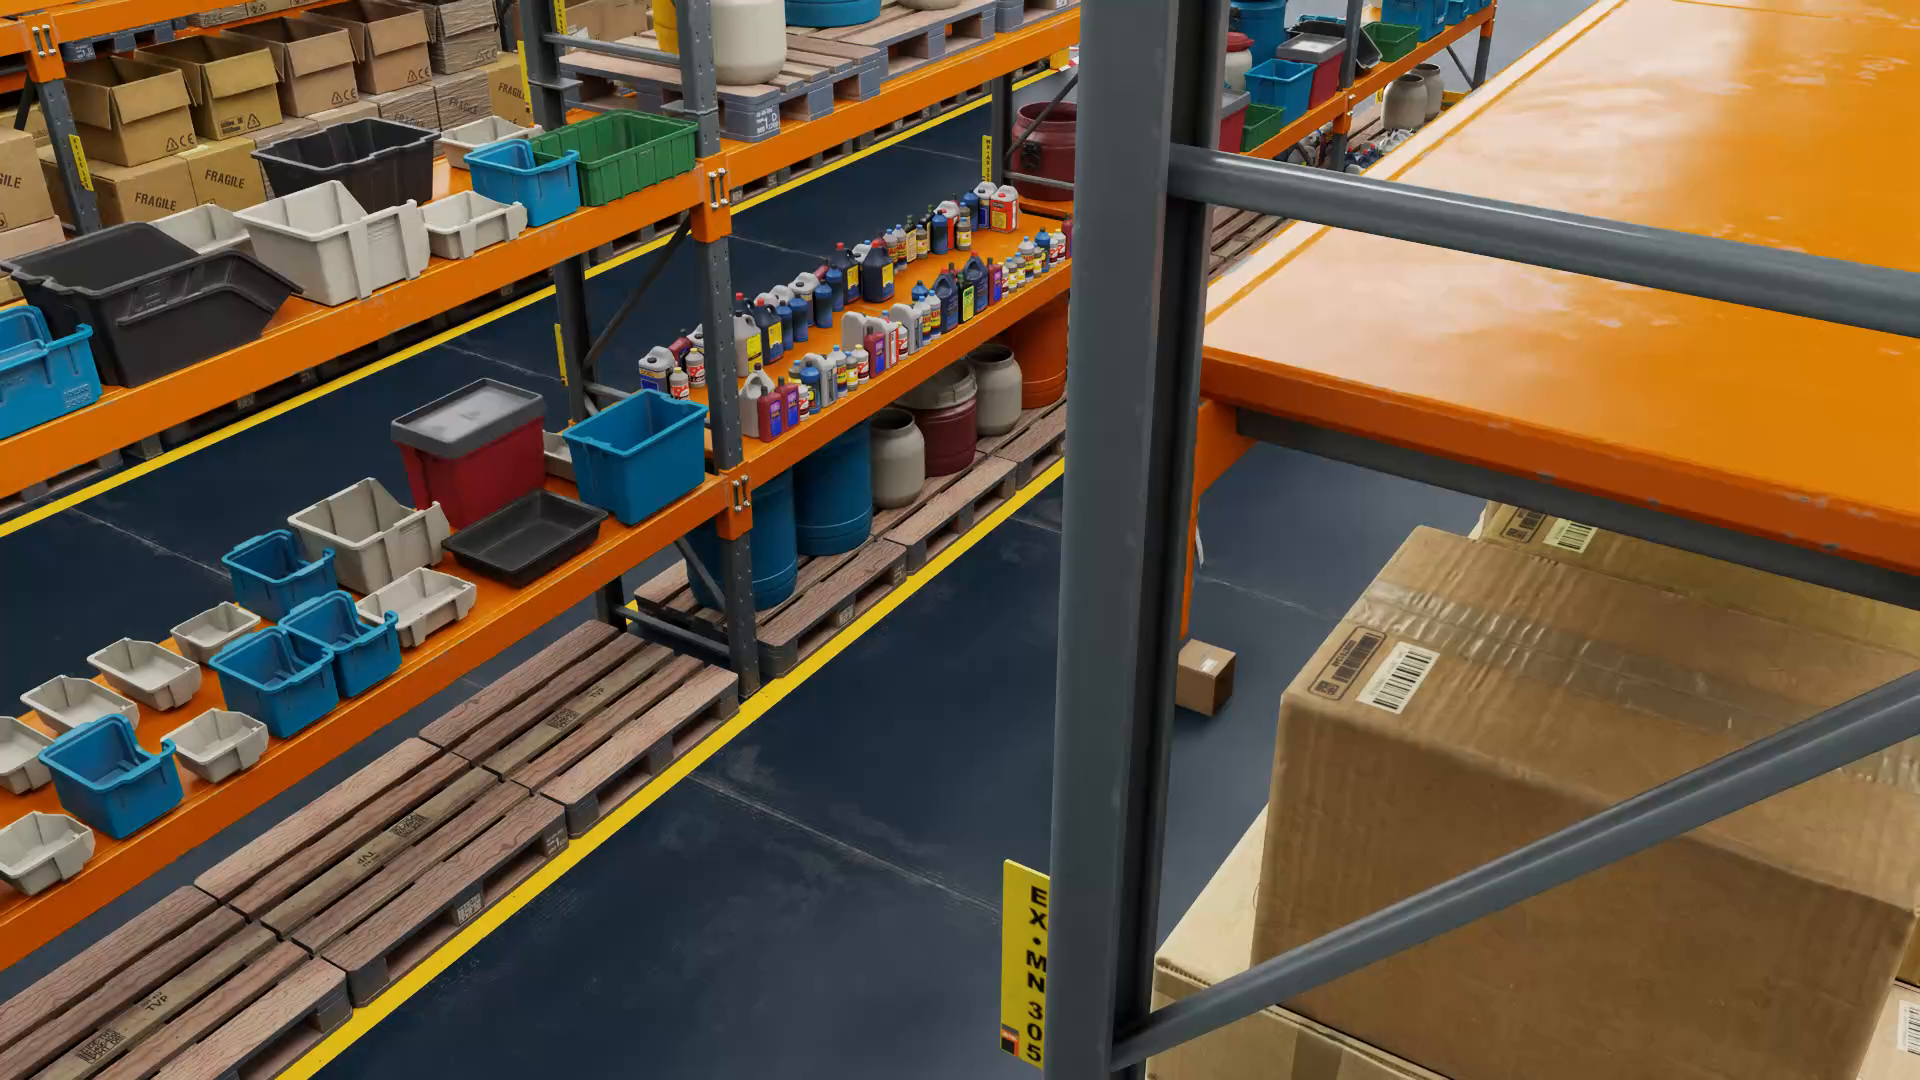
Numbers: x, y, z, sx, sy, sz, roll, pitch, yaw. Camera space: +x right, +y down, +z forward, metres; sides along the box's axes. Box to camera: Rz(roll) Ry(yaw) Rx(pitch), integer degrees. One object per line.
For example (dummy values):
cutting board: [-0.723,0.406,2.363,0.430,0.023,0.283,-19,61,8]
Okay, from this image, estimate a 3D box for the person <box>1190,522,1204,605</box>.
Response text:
person: [1.019,-0.026,8.192,0.429,1.772,0.645,15,33,25]
